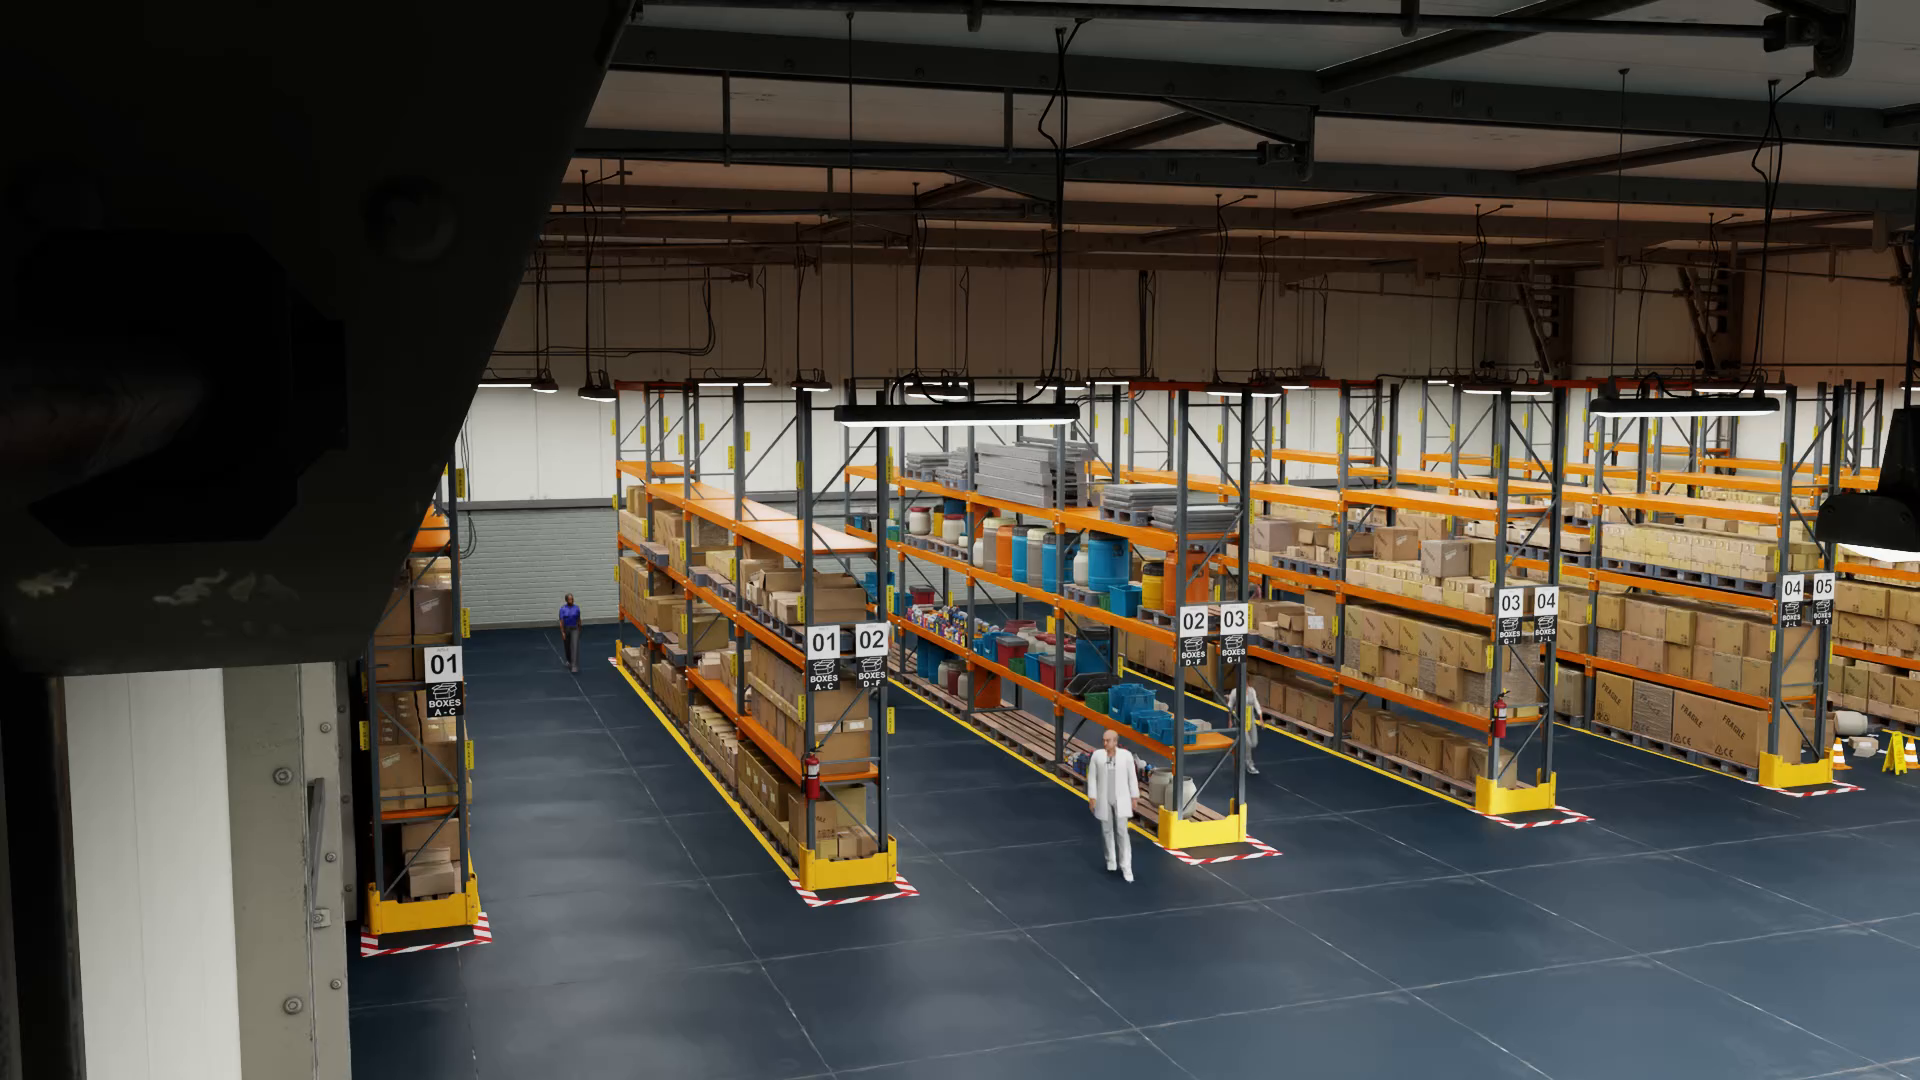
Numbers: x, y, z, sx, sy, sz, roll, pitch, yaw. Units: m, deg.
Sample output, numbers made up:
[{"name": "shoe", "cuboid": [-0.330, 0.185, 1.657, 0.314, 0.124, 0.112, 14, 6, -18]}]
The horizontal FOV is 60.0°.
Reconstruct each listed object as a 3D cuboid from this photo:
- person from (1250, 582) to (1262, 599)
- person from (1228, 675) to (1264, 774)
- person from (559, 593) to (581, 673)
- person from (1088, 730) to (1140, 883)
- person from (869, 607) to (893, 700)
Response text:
[{"name": "person", "cuboid": [7.723, 1.014, 42.529, 0.422, 1.604, 1.057, -3, 7, -29]}, {"name": "person", "cuboid": [4.422, 2.818, 25.833, 0.499, 1.550, 0.644, -1, 6, -13]}, {"name": "person", "cuboid": [-8.047, 1.889, 34.291, 0.428, 1.582, 1.056, -1, 6, -9]}, {"name": "person", "cuboid": [1.888, 3.275, 20.673, 0.642, 1.818, 0.685, 1, 6, 14]}, {"name": "person", "cuboid": [-1.538, 2.117, 31.384, 0.593, 1.785, 0.461, -2, 7, -22]}]
